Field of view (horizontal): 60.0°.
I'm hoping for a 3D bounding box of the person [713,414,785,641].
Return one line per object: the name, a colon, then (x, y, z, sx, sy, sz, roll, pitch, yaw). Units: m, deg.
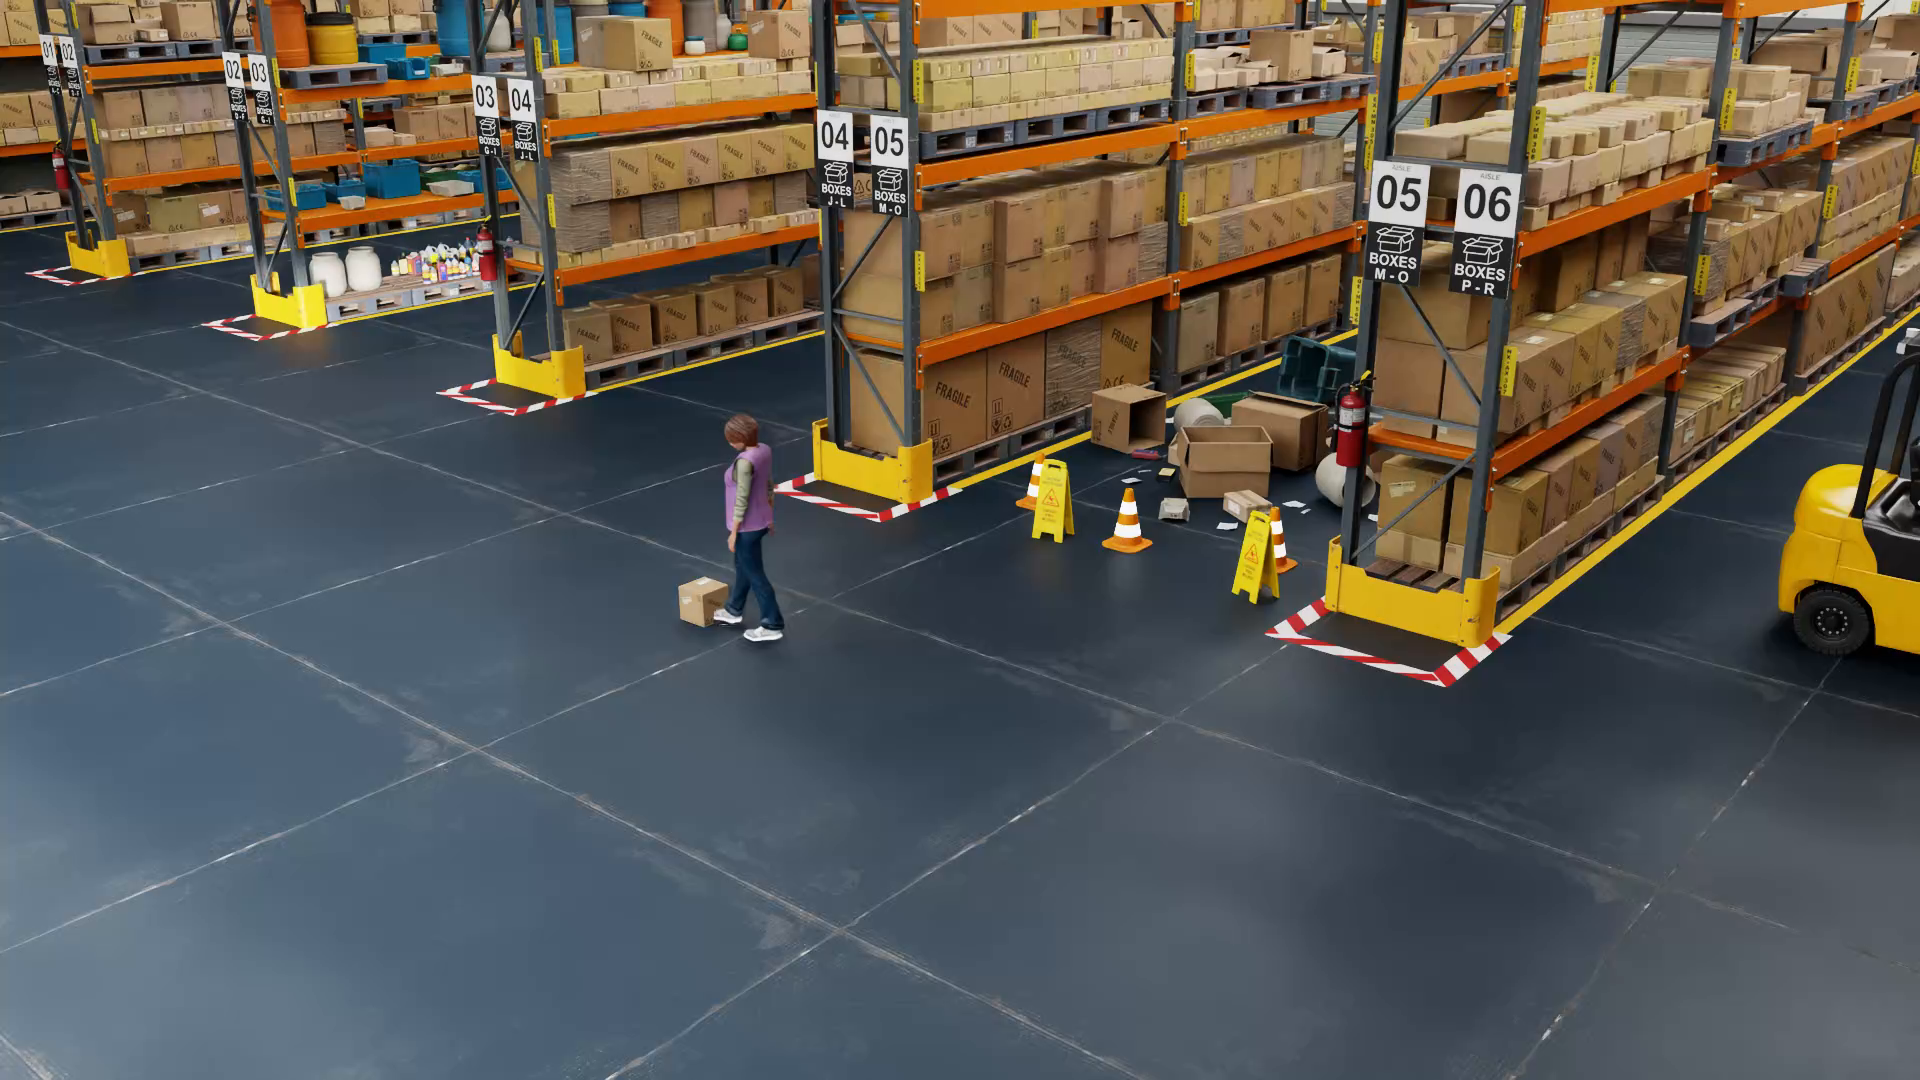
person: (-1.507, -0.096, 11.311, 0.671, 1.579, 0.455, 6, 21, 16)
